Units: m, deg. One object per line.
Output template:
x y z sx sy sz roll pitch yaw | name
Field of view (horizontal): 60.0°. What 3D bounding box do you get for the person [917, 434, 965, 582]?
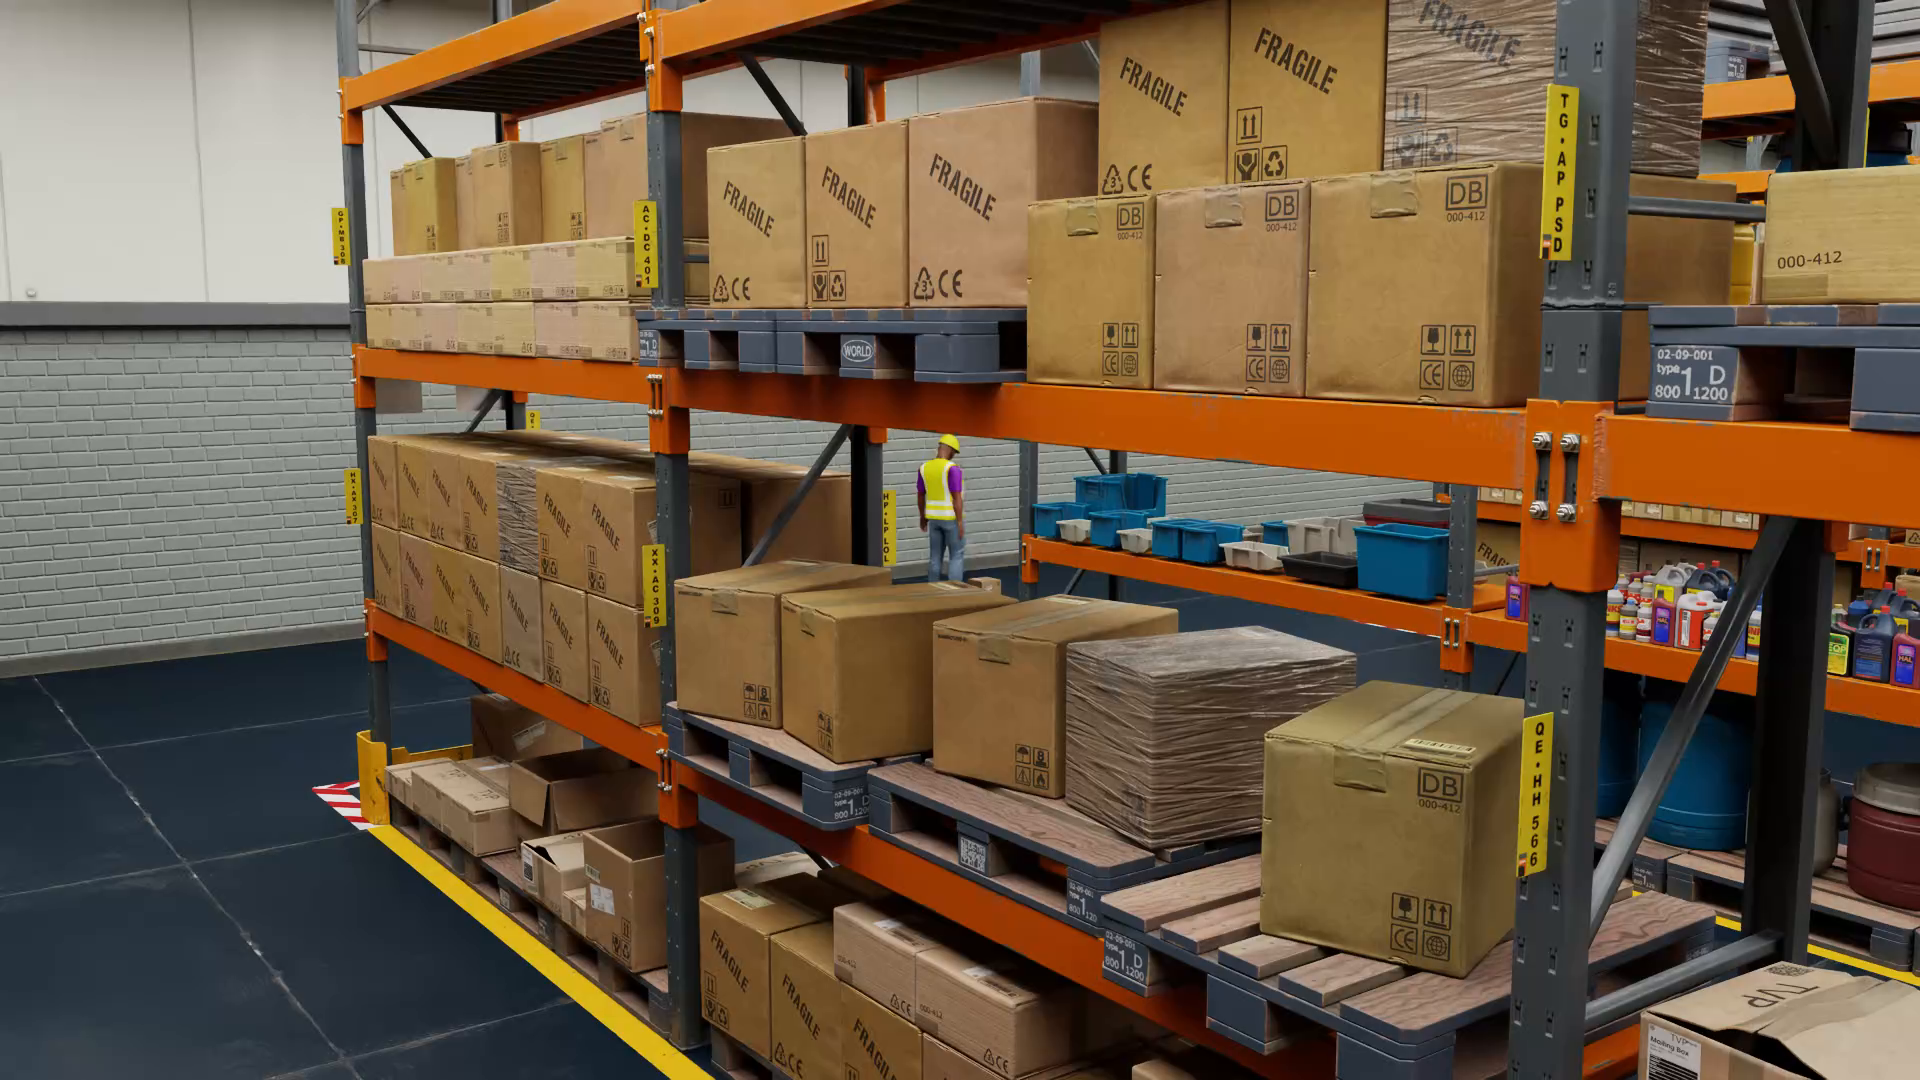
-0.159 -0.186 17.059 0.701 1.802 0.408 6 10 36 | person
